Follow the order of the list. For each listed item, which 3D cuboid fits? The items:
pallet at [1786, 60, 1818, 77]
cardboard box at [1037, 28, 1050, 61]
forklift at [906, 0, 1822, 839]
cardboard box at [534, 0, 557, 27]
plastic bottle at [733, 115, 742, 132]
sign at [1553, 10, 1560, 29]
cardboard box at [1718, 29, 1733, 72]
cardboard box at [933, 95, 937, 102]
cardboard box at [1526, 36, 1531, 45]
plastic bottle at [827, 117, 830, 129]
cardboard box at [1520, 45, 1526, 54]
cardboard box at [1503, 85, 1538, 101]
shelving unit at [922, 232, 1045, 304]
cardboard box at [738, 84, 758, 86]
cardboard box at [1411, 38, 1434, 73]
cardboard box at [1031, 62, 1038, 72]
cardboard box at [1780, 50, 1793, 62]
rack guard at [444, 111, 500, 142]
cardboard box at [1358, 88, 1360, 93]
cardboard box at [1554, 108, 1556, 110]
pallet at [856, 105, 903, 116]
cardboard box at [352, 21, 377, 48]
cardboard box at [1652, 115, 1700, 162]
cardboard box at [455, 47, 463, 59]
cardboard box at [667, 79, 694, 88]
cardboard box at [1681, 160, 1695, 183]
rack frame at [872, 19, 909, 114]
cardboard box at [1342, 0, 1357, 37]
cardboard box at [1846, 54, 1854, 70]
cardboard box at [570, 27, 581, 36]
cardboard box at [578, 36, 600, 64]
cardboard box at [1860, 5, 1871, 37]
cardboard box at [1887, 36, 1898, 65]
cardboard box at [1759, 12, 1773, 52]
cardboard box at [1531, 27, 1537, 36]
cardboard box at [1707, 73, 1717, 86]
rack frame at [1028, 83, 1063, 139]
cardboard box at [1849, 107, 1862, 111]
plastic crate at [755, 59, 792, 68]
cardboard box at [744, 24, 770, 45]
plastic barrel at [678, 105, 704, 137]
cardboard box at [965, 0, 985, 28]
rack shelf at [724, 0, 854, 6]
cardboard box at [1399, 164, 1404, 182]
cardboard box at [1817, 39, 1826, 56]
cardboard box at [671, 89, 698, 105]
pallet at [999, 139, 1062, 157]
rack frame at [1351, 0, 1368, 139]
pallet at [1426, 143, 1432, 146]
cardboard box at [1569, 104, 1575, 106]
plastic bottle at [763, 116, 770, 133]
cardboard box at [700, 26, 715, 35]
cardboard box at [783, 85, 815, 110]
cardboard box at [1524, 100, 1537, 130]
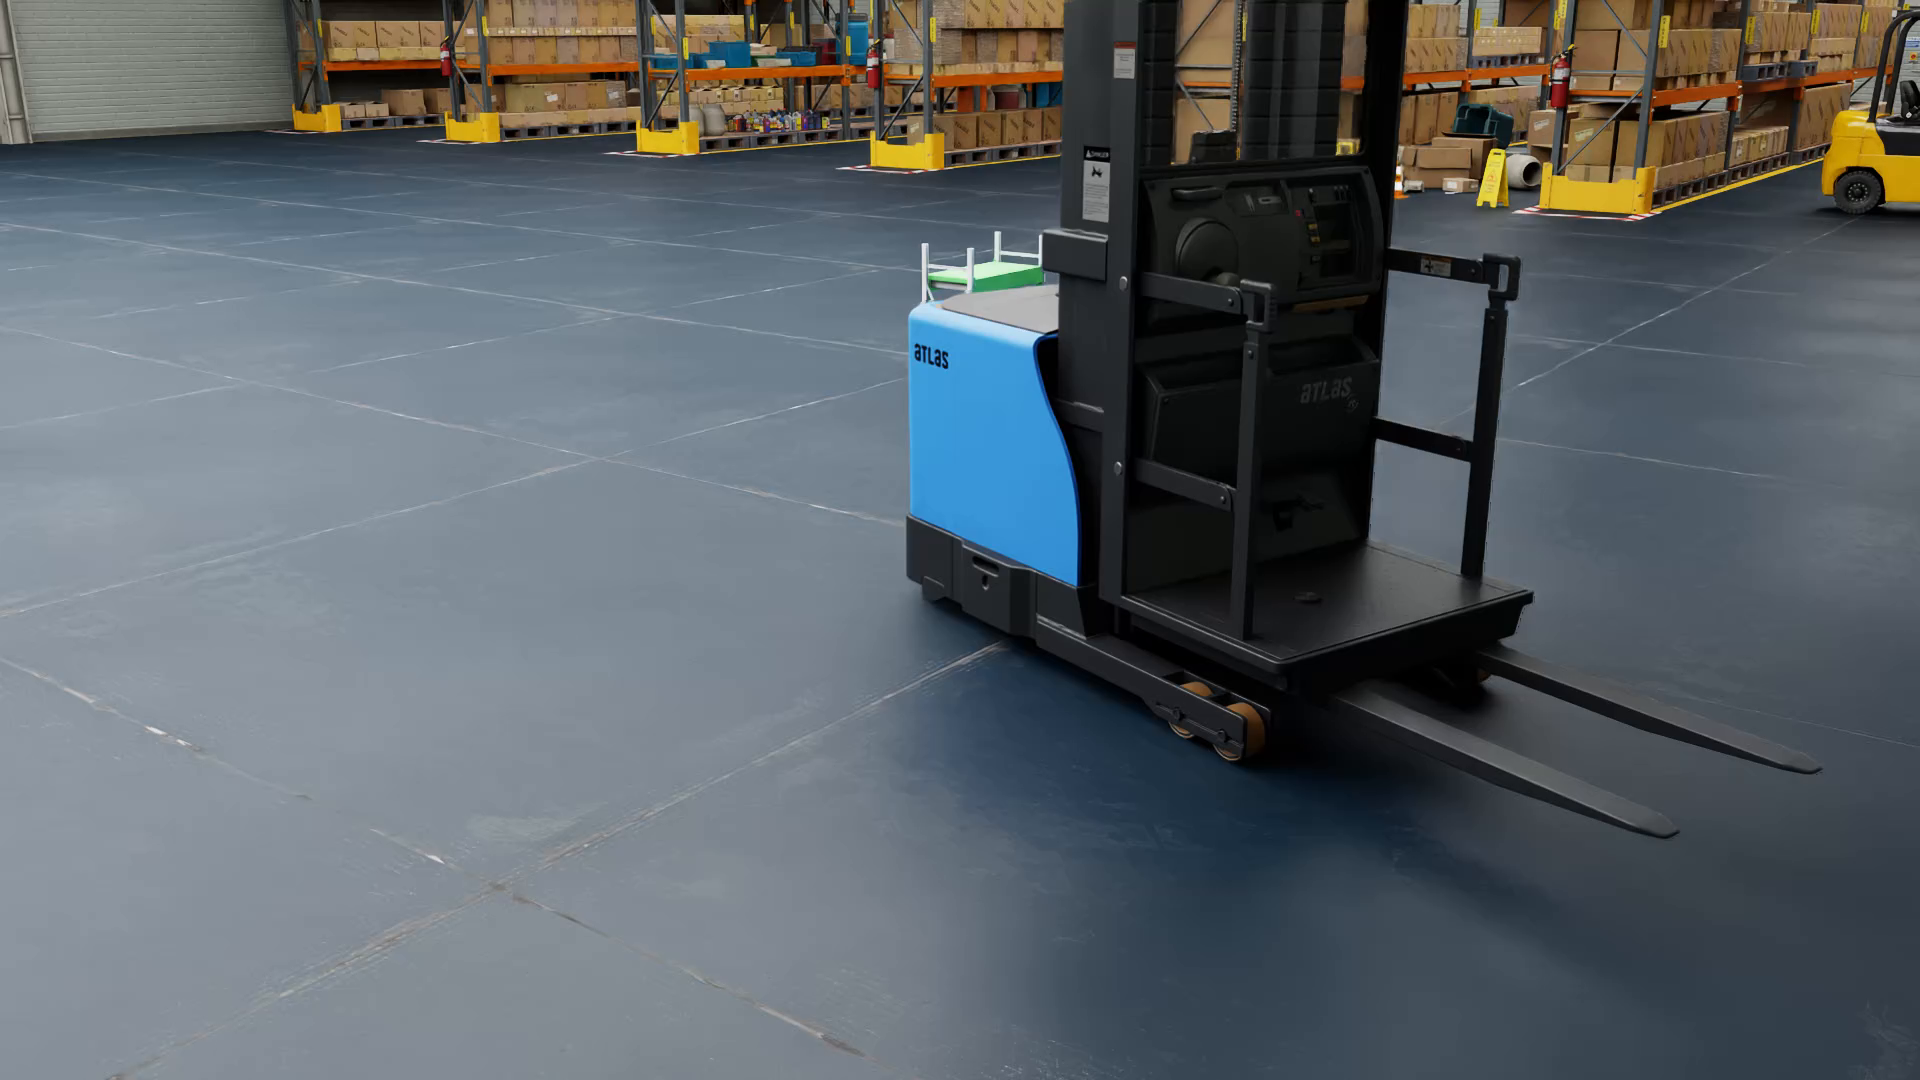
[{"bbox_3d":[11.565,-6.779,23.891,1.213,0.211,1.003,12,21,35],"label":"pallet"},{"bbox_3d":[0.918,-7.839,26.309,0.875,0.500,0.500,12,21,35],"label":"cardboard box"},{"bbox_3d":[1.048,-0.928,4.840,1.130,2.935,3.031,-11,21,-33],"label":"forklift"},{"bbox_3d":[-7.847,-9.692,30.591,0.700,0.500,0.500,13,21,35],"label":"cardboard box"},{"bbox_3d":[-3.885,-7.260,28.966,0.152,0.276,0.135,13,21,35],"label":"plastic bottle"},{"bbox_3d":[10.699,-9.319,29.792,0.100,0.325,0.005,12,21,35],"label":"sign"},{"bbox_3d":[9.154,-6.023,20.462,0.500,0.500,0.500,13,22,37],"label":"cardboard box"},{"bbox_3d":[-0.694,-10.641,40.040,0.380,0.166,0.250,12,21,35],"label":"cardboard box"},{"bbox_3d":[9.867,-8.834,29.399,0.380,0.149,0.250,14,22,37],"label":"cardboard box"},{"bbox_3d":[-2.382,-7.466,29.754,0.097,0.201,0.097,0,17,0],"label":"plastic bottle"},{"bbox_3d":[9.720,-8.633,29.253,0.380,0.149,0.250,11,20,32],"label":"cardboard box"},{"bbox_3d":[10.011,-8.006,29.759,0.500,0.250,0.500,12,21,33],"label":"cardboard box"},{"bbox_3d":[0.099,-0.612,6.744,0.258,1.200,0.503,12,21,35],"label":"shelving unit"},{"bbox_3d":[-4.557,-9.645,35.777,0.500,0.311,0.500,13,22,37],"label":"cardboard box"},{"bbox_3d":[6.917,-7.443,25.536,0.500,0.500,0.500,13,21,36],"label":"cardboard box"},{"bbox_3d":[1.002,-7.413,26.031,0.380,0.149,0.250,12,21,35],"label":"cardboard box"},{"bbox_3d":[11.373,-6.749,23.187,0.380,0.149,0.250,13,21,36],"label":"cardboard box"},{"bbox_3d":[-8.790,-7.457,29.966,1.175,0.500,0.348,12,21,35],"label":"rack guard"},{"bbox_3d":[8.395,-9.736,35.961,0.875,0.875,0.875,12,21,35],"label":"cardboard box"},{"bbox_3d":[10.919,-8.014,31.142,0.380,0.149,0.250,12,21,34],"label":"cardboard box"},{"bbox_3d":[-2.080,-9.983,38.585,1.003,0.211,1.213,12,21,35],"label":"pallet"},{"bbox_3d":[-11.928,-10.004,32.906,0.500,0.500,0.500,12,21,35],"label":"cardboard box"},{"bbox_3d":[8.467,-4.792,19.832,0.500,0.500,0.500,13,21,36],"label":"cardboard box"},{"bbox_3d":[-10.715,-10.138,34.603,0.500,0.250,0.500,13,21,35],"label":"cardboard box"},{"bbox_3d":[-6.919,-10.970,39.979,0.750,0.750,0.750,12,21,34],"label":"cardboard box"},{"bbox_3d":[8.465,-4.437,19.954,0.500,0.250,0.500,14,22,38],"label":"cardboard box"},{"bbox_3d":[-1.625,-11.515,38.817,1.000,3.000,0.127,12,21,35],"label":"rack frame"},{"bbox_3d":[5.003,-7.312,23.208,0.875,0.550,0.550,12,21,35],"label":"cardboard box"},{"bbox_3d":[14.222,-7.789,27.073,0.500,0.250,0.500,12,21,33],"label":"cardboard box"},{"bbox_3d":[-7.296,-9.498,31.061,0.380,0.149,0.250,13,22,36],"label":"cardboard box"},{"bbox_3d":[-7.262,-9.305,31.532,0.700,0.500,0.500,13,21,35],"label":"cardboard box"},{"bbox_3d":[14.765,-8.608,27.602,0.500,0.500,0.500,13,21,35],"label":"cardboard box"},{"bbox_3d":[16.596,-8.851,30.071,0.500,0.500,0.500,13,21,35],"label":"cardboard box"},{"bbox_3d":[10.328,-6.678,21.862,0.500,0.500,0.500,12,21,35],"label":"cardboard box"},{"bbox_3d":[10.010,-9.033,29.538,0.380,0.149,0.250,12,21,33],"label":"cardboard box"},{"bbox_3d":[8.971,-5.614,20.238,0.380,0.149,0.250,12,21,34],"label":"cardboard box"},{"bbox_3d":[1.562,-7.858,27.041,1.000,3.000,0.127,12,21,35],"label":"rack frame"},{"bbox_3d":[14.747,-7.120,28.276,0.875,0.438,0.875,12,21,34],"label":"cardboard box"},{"bbox_3d":[-3.180,-8.176,28.509,0.530,0.136,0.437,12,21,35],"label":"plastic crate"},{"bbox_3d":[-5.269,-12.659,41.995,0.980,0.700,0.700,13,21,36],"label":"cardboard box"},{"bbox_3d":[-4.469,-6.963,27.647,0.421,0.512,0.421,0,17,0],"label":"plastic barrel"},{"bbox_3d":[0.028,-7.773,24.412,0.500,0.500,0.500,12,21,35],"label":"cardboard box"},{"bbox_3d":[-4.414,-13.955,42.829,1.077,0.370,4.000,12,21,35],"label":"rack shelf"},{"bbox_3d":[5.940,-4.917,22.181,0.258,0.266,0.396,-16,23,-41],"label":"cardboard box"},{"bbox_3d":[12.713,-7.427,25.062,0.500,0.250,0.500,13,21,36],"label":"cardboard box"},{"bbox_3d":[-5.643,-8.937,33.500,0.500,0.311,0.500,12,21,34],"label":"cardboard box"},{"bbox_3d":[1.190,-6.360,26.920,1.003,0.211,1.213,12,21,35],"label":"pallet"},{"bbox_3d":[5.485,-6.958,24.141,1.000,3.000,0.127,12,21,35],"label":"rack frame"},{"bbox_3d":[7.338,-6.404,27.061,1.003,0.211,1.213,12,21,35],"label":"pallet"},{"bbox_3d":[11.575,-8.399,31.880,0.380,0.149,0.250,13,21,35],"label":"cardboard box"},{"bbox_3d":[-3.319,-7.121,28.506,0.061,0.283,0.133,13,21,36],"label":"plastic bottle"},{"bbox_3d":[-6.281,-12.193,40.296,0.500,0.500,0.500,12,21,35],"label":"cardboard box"},{"bbox_3d":[-3.508,-9.636,36.241,0.500,0.500,0.500,14,22,37],"label":"cardboard box"},{"bbox_3d":[10.013,-7.649,29.875,0.500,0.500,0.500,12,21,34],"label":"cardboard box"}]
